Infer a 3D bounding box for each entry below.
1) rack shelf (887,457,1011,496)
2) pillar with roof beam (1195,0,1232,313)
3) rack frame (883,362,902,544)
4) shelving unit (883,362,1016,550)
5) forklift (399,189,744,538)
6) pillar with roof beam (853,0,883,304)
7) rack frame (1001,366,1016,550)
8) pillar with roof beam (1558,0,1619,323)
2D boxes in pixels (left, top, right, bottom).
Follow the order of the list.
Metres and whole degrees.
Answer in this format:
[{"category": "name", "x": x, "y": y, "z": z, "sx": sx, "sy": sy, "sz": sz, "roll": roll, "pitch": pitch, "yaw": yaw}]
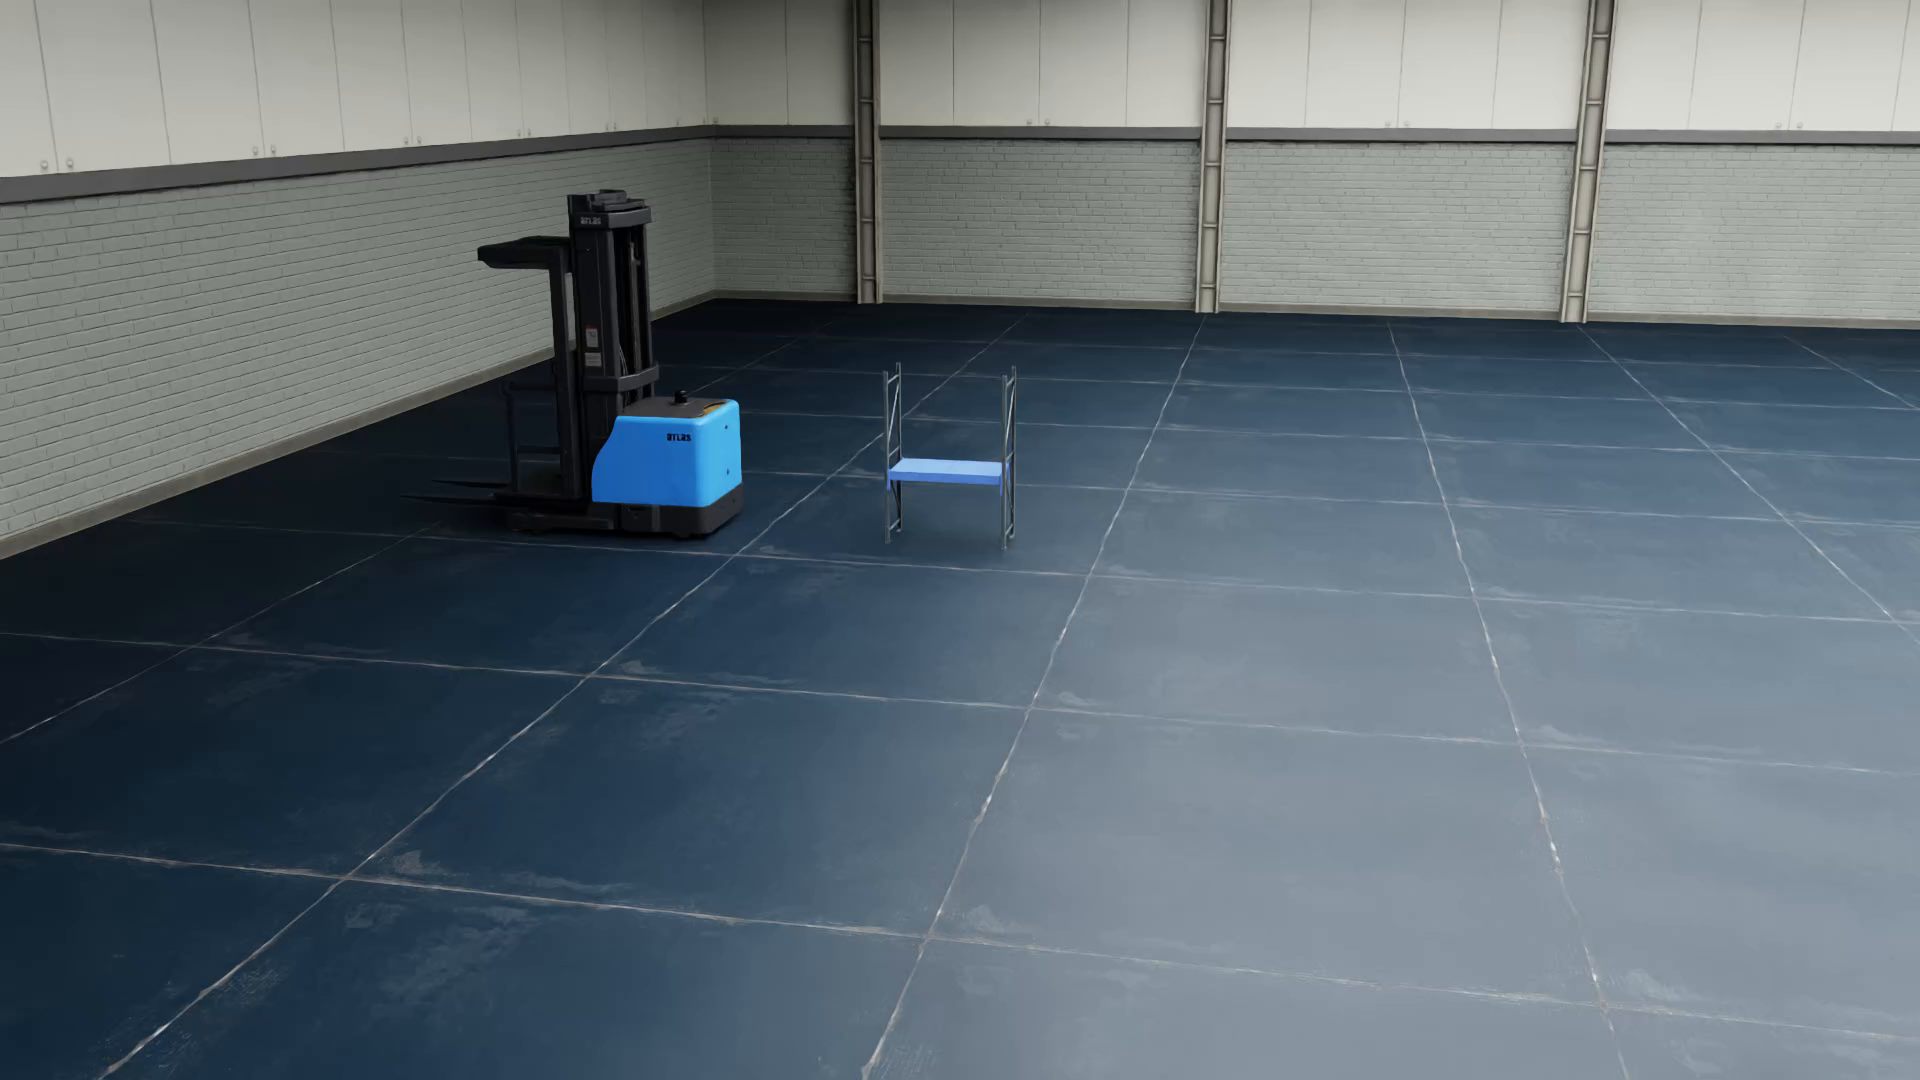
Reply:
[{"category": "rack shelf", "x": -0.084, "y": -0.554, "z": 14.356, "sx": 1.000, "sy": 0.185, "sz": 0.538, "roll": 3, "pitch": 16, "yaw": 11}, {"category": "pillar with roof beam", "x": 3.412, "y": -7.153, "z": 23.459, "sx": 0.400, "sy": 9.000, "sz": 9.100, "roll": 3, "pitch": 16, "yaw": 11}, {"category": "rack frame", "x": -0.582, "y": -0.754, "z": 14.406, "sx": 0.032, "sy": 1.500, "sz": 0.500, "roll": 3, "pitch": 16, "yaw": 11}, {"category": "shelving unit", "x": -0.084, "y": -0.727, "z": 14.308, "sx": 1.048, "sy": 1.500, "sz": 0.538, "roll": 3, "pitch": 16, "yaw": 11}, {"category": "forklift", "x": -3.556, "y": -1.608, "z": 14.806, "sx": 3.031, "sy": 2.935, "sz": 1.130, "roll": 3, "pitch": 16, "yaw": 11}, {"category": "pillar with roof beam", "x": -2.468, "y": -7.472, "z": 24.611, "sx": 0.400, "sy": 9.000, "sz": 9.100, "roll": 3, "pitch": 16, "yaw": 11}, {"category": "rack frame", "x": 0.415, "y": -0.700, "z": 14.211, "sx": 0.032, "sy": 1.500, "sz": 0.500, "roll": 3, "pitch": 16, "yaw": 11}, {"category": "pillar with roof beam", "x": 9.292, "y": -6.834, "z": 22.307, "sx": 0.400, "sy": 9.000, "sz": 9.100, "roll": 3, "pitch": 16, "yaw": 11}]
